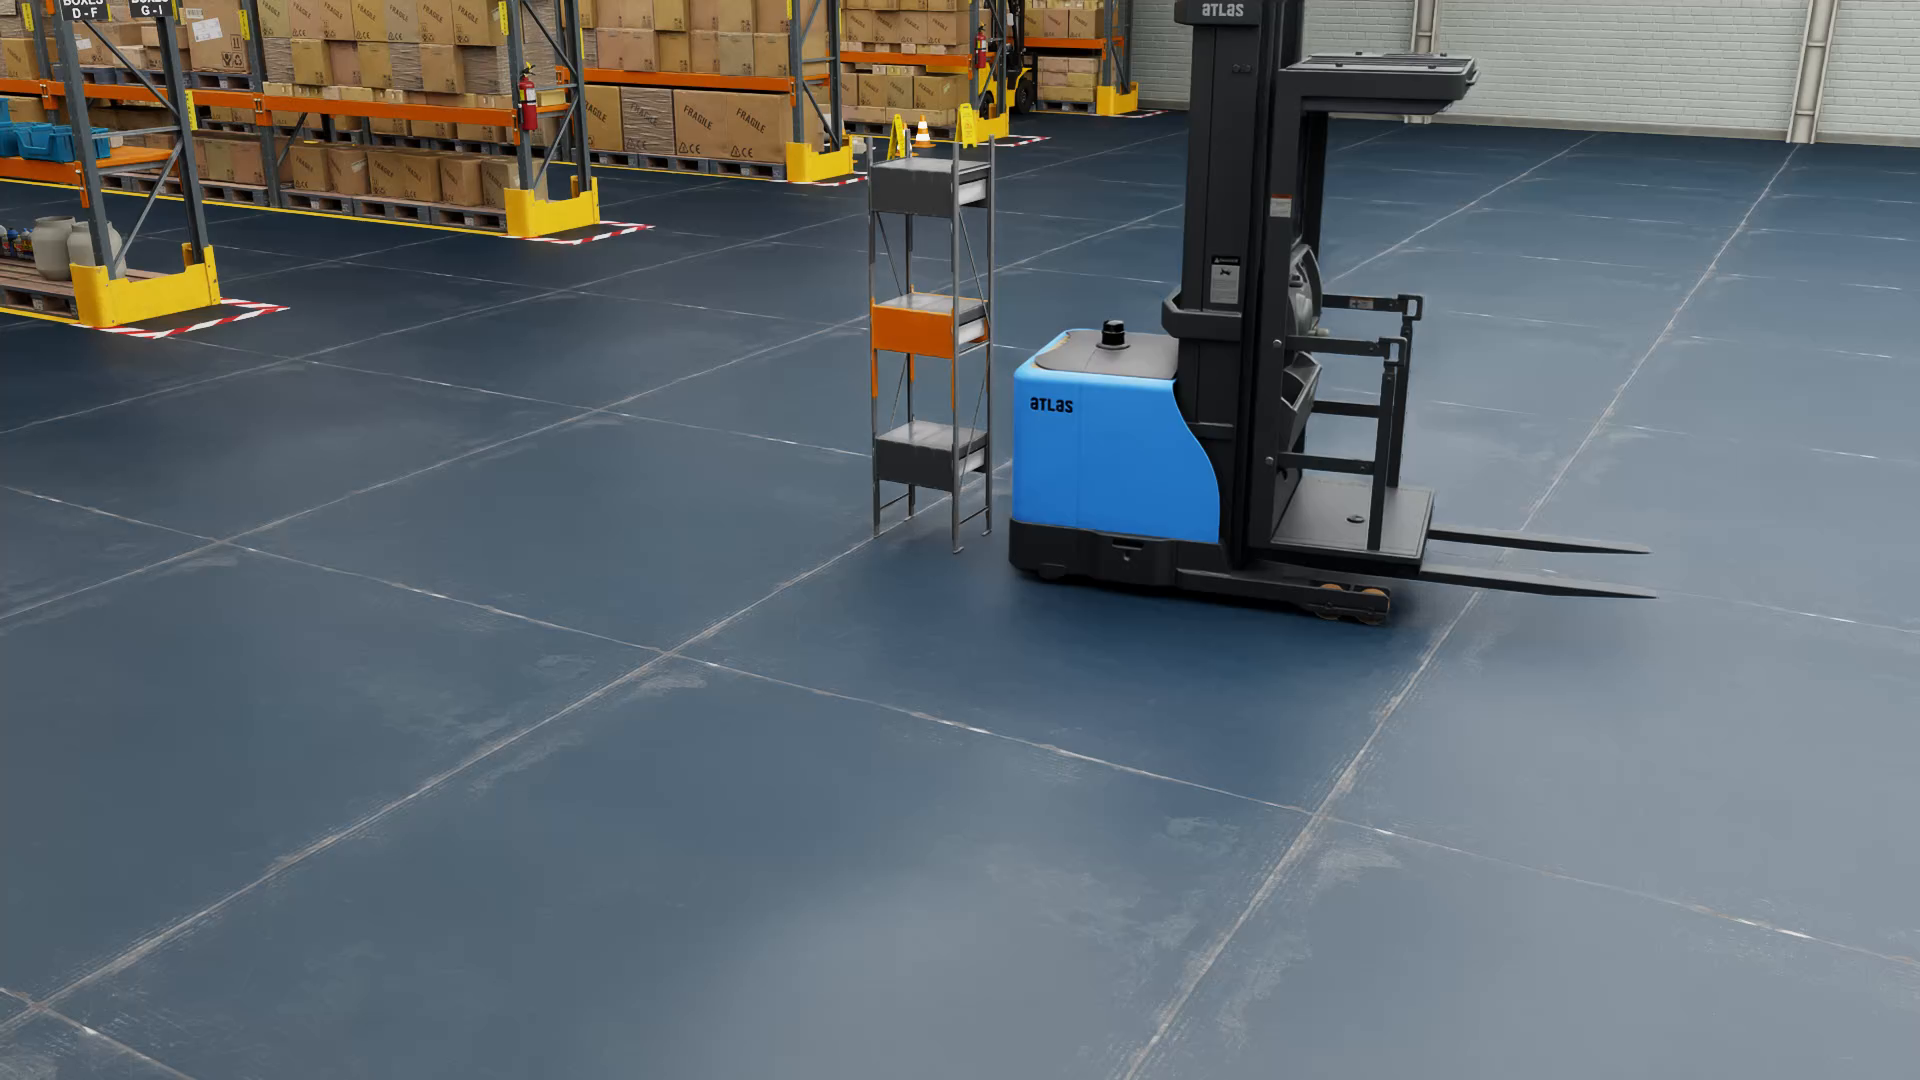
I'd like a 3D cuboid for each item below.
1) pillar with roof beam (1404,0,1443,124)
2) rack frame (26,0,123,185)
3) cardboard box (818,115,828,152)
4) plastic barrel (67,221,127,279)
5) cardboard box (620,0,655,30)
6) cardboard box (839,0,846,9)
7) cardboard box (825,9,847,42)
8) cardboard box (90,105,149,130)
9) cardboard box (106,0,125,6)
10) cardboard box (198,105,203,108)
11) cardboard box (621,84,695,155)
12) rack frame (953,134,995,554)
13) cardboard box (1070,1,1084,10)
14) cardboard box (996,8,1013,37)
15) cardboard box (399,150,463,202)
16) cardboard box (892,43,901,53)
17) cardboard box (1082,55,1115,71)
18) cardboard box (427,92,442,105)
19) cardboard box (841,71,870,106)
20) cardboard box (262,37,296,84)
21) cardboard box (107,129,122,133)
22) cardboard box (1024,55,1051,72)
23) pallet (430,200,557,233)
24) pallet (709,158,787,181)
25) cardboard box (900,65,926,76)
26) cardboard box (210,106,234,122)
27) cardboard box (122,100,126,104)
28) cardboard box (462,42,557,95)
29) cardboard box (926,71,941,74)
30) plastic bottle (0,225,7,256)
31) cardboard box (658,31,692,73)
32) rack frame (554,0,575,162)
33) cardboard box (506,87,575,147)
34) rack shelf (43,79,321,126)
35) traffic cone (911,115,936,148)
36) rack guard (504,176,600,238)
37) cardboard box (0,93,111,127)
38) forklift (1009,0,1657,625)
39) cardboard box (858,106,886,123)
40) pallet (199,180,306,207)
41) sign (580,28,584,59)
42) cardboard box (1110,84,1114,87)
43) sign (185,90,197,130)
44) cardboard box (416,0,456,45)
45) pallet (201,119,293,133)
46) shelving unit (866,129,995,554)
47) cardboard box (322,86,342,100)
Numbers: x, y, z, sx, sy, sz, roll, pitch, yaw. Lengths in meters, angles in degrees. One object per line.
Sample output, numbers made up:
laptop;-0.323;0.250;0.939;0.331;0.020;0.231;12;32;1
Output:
pillar with roof beam;5.826;-10.178;23.728;0.400;9.000;9.100;11;23;27
rack frame;-11.379;-6.155;21.435;0.127;3.000;1.000;11;23;27
cardboard box;-2.330;-6.140;25.054;0.637;0.503;0.797;-4;20;-10
plastic barrel;-7.422;-2.465;14.294;0.421;0.512;0.421;0;20;0
cardboard box;-4.133;-7.269;22.701;0.550;0.550;0.875;11;23;27
cardboard box;-1.915;-8.776;26.612;0.500;0.500;0.700;10;22;26
cardboard box;-1.924;-8.307;26.784;0.500;0.500;0.500;11;22;27
cardboard box;-10.780;-5.437;21.376;0.500;0.250;0.500;12;23;29
cardboard box;-13.800;-9.109;27.528;0.500;0.500;0.500;11;23;29
cardboard box;-12.794;-7.235;27.541;0.250;0.149;0.380;11;23;28
cardboard box;-4.076;-5.874;23.160;0.875;0.875;0.875;11;23;28
rack frame;0.069;-0.974;8.471;0.015;2.100;0.400;11;23;27
cardboard box;2.179;-9.613;29.870;0.250;0.149;0.380;11;23;28
cardboard box;0.958;-9.559;30.671;0.500;0.500;0.500;11;23;28
cardboard box;-6.008;-4.155;18.971;0.500;0.500;0.500;13;24;32
cardboard box;-0.876;-7.832;26.426;0.250;0.149;0.380;11;23;28
cardboard box;2.528;-8.765;30.578;0.500;0.250;0.500;10;22;26
cardboard box;-5.614;-4.861;18.235;0.250;0.149;0.380;11;23;27
cardboard box;-1.746;-7.347;27.037;0.500;0.500;0.500;12;23;30
cardboard box;-7.524;-5.584;19.277;0.500;0.500;0.875;11;23;27
cardboard box;-10.784;-5.082;21.496;0.500;0.500;0.700;10;22;24
cardboard box;1.407;-8.776;30.610;0.500;0.250;0.500;11;23;28
pallet;-5.153;-3.672;18.679;1.213;0.211;1.003;11;23;27
pallet;-2.624;-5.083;22.570;1.213;0.211;1.003;11;23;27
cardboard box;-0.742;-7.434;26.326;0.250;0.149;0.380;12;23;29
cardboard box;-11.848;-7.101;27.092;0.500;0.500;0.500;12;23;29
cardboard box;-14.118;-7.531;28.356;0.250;0.149;0.380;12;23;30
cardboard box;-4.862;-5.111;17.974;0.500;0.500;0.875;11;23;27
cardboard box;-0.611;-7.338;27.013;0.500;0.500;0.500;10;22;25
plastic bottle;-9.010;-2.807;15.553;0.135;0.276;0.152;11;23;28
cardboard box;-3.635;-6.695;22.702;0.500;0.550;0.875;11;23;27
rack frame;-5.380;-6.950;23.626;0.127;3.000;1.000;11;23;27
cardboard box;-5.966;-6.166;24.148;0.750;0.750;1.050;11;23;27
rack shelf;-9.633;-5.485;20.641;4.000;0.370;1.077;11;23;27
traffic cone;-0.566;-6.270;25.472;0.334;0.463;0.336;11;23;27
rack guard;-4.461;-3.662;18.229;0.348;0.500;1.175;11;23;27
cardboard box;-11.971;-5.475;22.059;0.875;0.875;1.225;10;22;25
forklift;1.820;-1.185;7.833;3.031;2.935;1.130;7;21;17
cardboard box;-1.307;-6.908;26.927;0.500;0.250;0.500;10;22;25
pallet;-8.567;-4.308;20.433;1.213;0.211;1.003;11;23;27
sign;-4.130;-5.393;18.065;0.005;0.325;0.100;11;23;27
cardboard box;2.522;-8.298;30.759;0.500;0.250;0.500;11;23;28
sign;-6.538;-3.644;14.105;0.005;0.325;0.100;11;23;27
cardboard box;-5.435;-5.581;17.803;0.500;0.500;0.500;11;23;27
pallet;-11.684;-6.840;27.413;1.213;0.211;1.003;11;23;27
shelving unit;-0.145;-1.015;8.583;0.503;2.100;0.431;11;23;27
cardboard box;-6.981;-5.075;18.826;0.250;0.149;0.380;11;23;27
